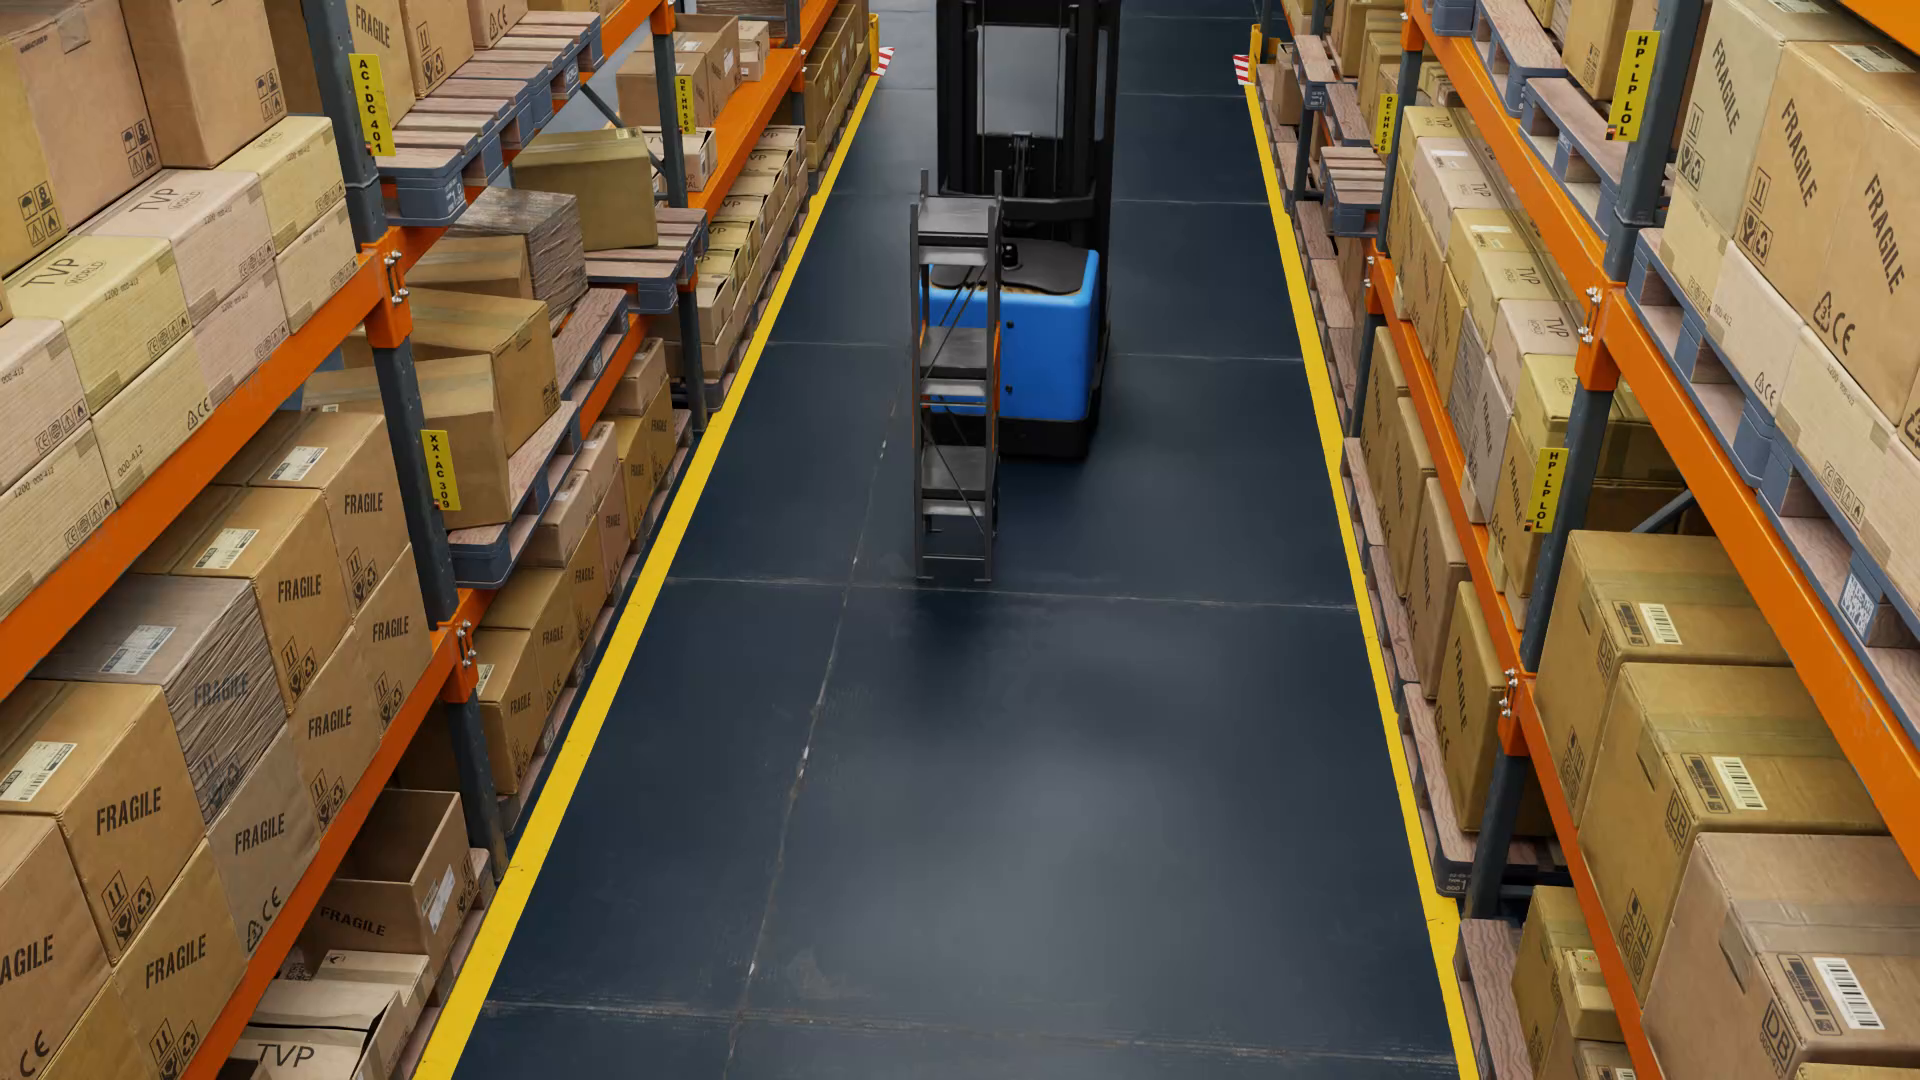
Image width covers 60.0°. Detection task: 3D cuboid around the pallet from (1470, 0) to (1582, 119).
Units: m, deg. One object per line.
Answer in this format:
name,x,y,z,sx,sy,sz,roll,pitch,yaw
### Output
pallet,2.768,-2.054,7.044,1.003,0.211,1.213,4,32,6

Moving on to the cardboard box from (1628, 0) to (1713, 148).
cardboard box,2.711,-1.652,5.697,0.700,0.500,0.500,1,32,1

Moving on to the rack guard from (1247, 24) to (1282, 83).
rack guard,3.501,-4.860,16.660,1.175,0.500,0.348,2,32,4

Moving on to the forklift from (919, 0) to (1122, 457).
forklift,0.438,-2.497,10.509,1.130,2.935,3.031,4,32,7

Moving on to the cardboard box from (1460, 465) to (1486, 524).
cardboard box,2.301,-0.187,6.915,0.380,0.149,0.250,2,32,4

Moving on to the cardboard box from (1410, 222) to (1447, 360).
cardboard box,2.468,-1.183,7.912,0.500,0.500,0.500,2,32,4

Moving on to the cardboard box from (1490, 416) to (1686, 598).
cardboard box,2.316,-0.119,6.186,0.500,0.500,0.500,2,32,3

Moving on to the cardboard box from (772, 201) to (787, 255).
cardboard box,-1.585,-2.329,12.391,0.500,0.250,0.500,3,32,5

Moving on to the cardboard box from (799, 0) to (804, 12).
cardboard box,-1.690,-4.633,13.814,0.700,0.500,0.500,2,32,3

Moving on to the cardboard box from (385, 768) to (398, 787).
cardboard box,-2.653,0.708,7.206,0.500,0.500,0.500,2,32,4

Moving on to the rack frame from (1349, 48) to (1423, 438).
rack frame,2.856,-1.781,9.281,1.000,3.000,0.127,2,32,4

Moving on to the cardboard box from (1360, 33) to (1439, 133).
cardboard box,2.963,-2.909,10.597,0.700,0.500,0.500,2,32,4

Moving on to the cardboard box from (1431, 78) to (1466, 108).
cardboard box,2.854,-2.469,9.264,0.380,0.149,0.250,-2,32,-2

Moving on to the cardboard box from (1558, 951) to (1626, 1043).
cardboard box,2.157,1.478,5.357,0.380,0.149,0.250,3,32,6

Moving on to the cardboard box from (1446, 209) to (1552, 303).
cardboard box,2.447,-1.242,7.293,0.500,0.250,0.500,2,32,3

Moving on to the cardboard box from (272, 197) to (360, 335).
cardboard box,-2.182,-0.846,5.048,0.500,0.250,0.500,2,32,4

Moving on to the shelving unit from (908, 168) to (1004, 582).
shelving unit,-0.013,-0.807,8.559,0.431,2.100,0.503,2,32,4

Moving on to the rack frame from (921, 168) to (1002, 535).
rack frame,0.006,-0.935,8.766,0.400,2.100,0.015,2,32,4

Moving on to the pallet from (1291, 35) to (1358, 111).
pallet,2.974,-3.397,12.087,1.003,0.211,1.213,2,32,4

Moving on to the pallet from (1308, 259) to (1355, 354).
pallet,3.023,-1.638,11.708,1.003,0.211,1.213,2,32,4

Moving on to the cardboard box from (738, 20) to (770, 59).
cardboard box,-1.753,-3.759,12.633,0.500,0.250,0.500,4,32,7

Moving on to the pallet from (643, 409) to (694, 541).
pallet,-2.180,-0.415,9.722,1.003,0.211,1.213,2,32,4

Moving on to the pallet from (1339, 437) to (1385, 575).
pallet,2.716,-0.185,9.349,1.003,0.211,1.213,2,32,4

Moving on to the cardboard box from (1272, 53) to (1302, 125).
cardboard box,3.205,-4.050,14.925,0.700,0.500,0.500,1,32,1

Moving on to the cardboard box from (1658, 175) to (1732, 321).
cardboard box,2.211,-0.774,4.435,0.500,0.250,0.500,2,32,4

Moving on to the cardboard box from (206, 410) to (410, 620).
cardboard box,-2.191,-0.092,5.491,0.500,0.500,0.500,3,32,4

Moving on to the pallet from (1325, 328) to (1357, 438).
pallet,2.921,-1.002,10.675,1.003,0.211,1.213,2,32,4

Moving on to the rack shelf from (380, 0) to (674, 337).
rack shelf,-2.245,-1.915,7.326,1.077,0.370,4.000,2,32,4

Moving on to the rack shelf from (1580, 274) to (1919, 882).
rack shelf,2.367,0.386,3.591,1.077,0.370,4.000,2,32,4

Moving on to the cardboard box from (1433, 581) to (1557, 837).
cardboard box,2.453,0.702,6.901,0.750,0.750,0.750,3,32,5

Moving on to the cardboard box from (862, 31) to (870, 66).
cardboard box,-1.180,-4.889,16.545,0.500,0.250,0.500,2,32,4

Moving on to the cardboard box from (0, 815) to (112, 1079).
cardboard box,-2.354,0.969,3.771,0.500,0.500,0.500,3,32,5

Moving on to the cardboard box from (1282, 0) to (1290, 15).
cardboard box,2.992,-4.602,13.982,0.500,0.250,0.500,2,32,4

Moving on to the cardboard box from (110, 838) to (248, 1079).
cardboard box,-2.311,1.136,4.453,0.500,0.500,0.500,3,32,5

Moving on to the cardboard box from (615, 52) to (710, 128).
cardboard box,-1.961,-2.911,11.019,0.500,0.500,0.500,1,32,1

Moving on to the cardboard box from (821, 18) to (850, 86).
cardboard box,-1.286,-4.423,15.074,0.500,0.500,0.500,2,32,4

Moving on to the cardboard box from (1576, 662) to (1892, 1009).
cardboard box,2.405,0.847,4.730,0.980,0.700,0.700,2,32,3

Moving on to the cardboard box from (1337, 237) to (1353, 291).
cardboard box,3.064,-2.073,11.717,0.700,0.500,0.500,3,32,5

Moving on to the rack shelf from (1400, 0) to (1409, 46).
rack shelf,3.019,-3.797,10.379,1.077,0.370,4.000,2,32,4

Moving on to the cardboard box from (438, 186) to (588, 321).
cardboard box,-2.286,-1.408,8.179,0.700,0.500,0.500,8,33,13

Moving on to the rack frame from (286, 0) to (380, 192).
rack frame,-2.407,-2.453,4.653,1.000,3.000,0.127,2,32,4

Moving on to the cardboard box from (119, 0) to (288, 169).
cardboard box,-2.409,-1.388,4.736,0.700,0.500,0.500,2,32,4

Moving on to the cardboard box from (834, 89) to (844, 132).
cardboard box,-1.325,-3.842,14.846,0.500,0.250,0.500,2,32,4

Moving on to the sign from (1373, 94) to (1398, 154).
sign,2.314,-2.258,9.027,0.100,0.325,0.005,2,32,4

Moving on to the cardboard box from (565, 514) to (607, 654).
cardboard box,-2.045,0.195,8.038,0.500,0.500,0.500,3,32,5

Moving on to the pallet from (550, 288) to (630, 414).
pallet,-2.236,-0.892,8.021,1.003,0.211,1.213,2,32,4

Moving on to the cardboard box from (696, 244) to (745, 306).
cardboard box,-1.712,-1.774,10.955,0.500,0.311,0.500,2,32,3

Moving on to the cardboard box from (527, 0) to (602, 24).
cardboard box,-2.168,-2.542,7.561,0.910,0.500,0.500,2,32,4

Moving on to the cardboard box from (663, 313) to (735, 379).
cardboard box,-1.746,-1.260,10.656,0.500,0.250,0.500,2,32,4

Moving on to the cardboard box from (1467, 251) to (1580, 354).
cardboard box,2.406,-0.975,6.860,0.500,0.250,0.500,3,32,5

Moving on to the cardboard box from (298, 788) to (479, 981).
cardboard box,-2.171,1.288,6.264,0.500,0.500,0.500,2,32,4

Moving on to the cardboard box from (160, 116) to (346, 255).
cardboard box,-2.176,-1.059,4.917,0.500,0.250,0.500,2,32,4

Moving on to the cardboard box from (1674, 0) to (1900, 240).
cardboard box,2.192,-1.082,4.220,0.500,0.500,0.500,2,32,4

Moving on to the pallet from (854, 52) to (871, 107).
pallet,-1.451,-4.585,16.489,1.003,0.211,1.213,2,32,4

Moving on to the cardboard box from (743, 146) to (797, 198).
cardboard box,-1.540,-2.833,12.674,0.500,0.311,0.500,3,32,5
